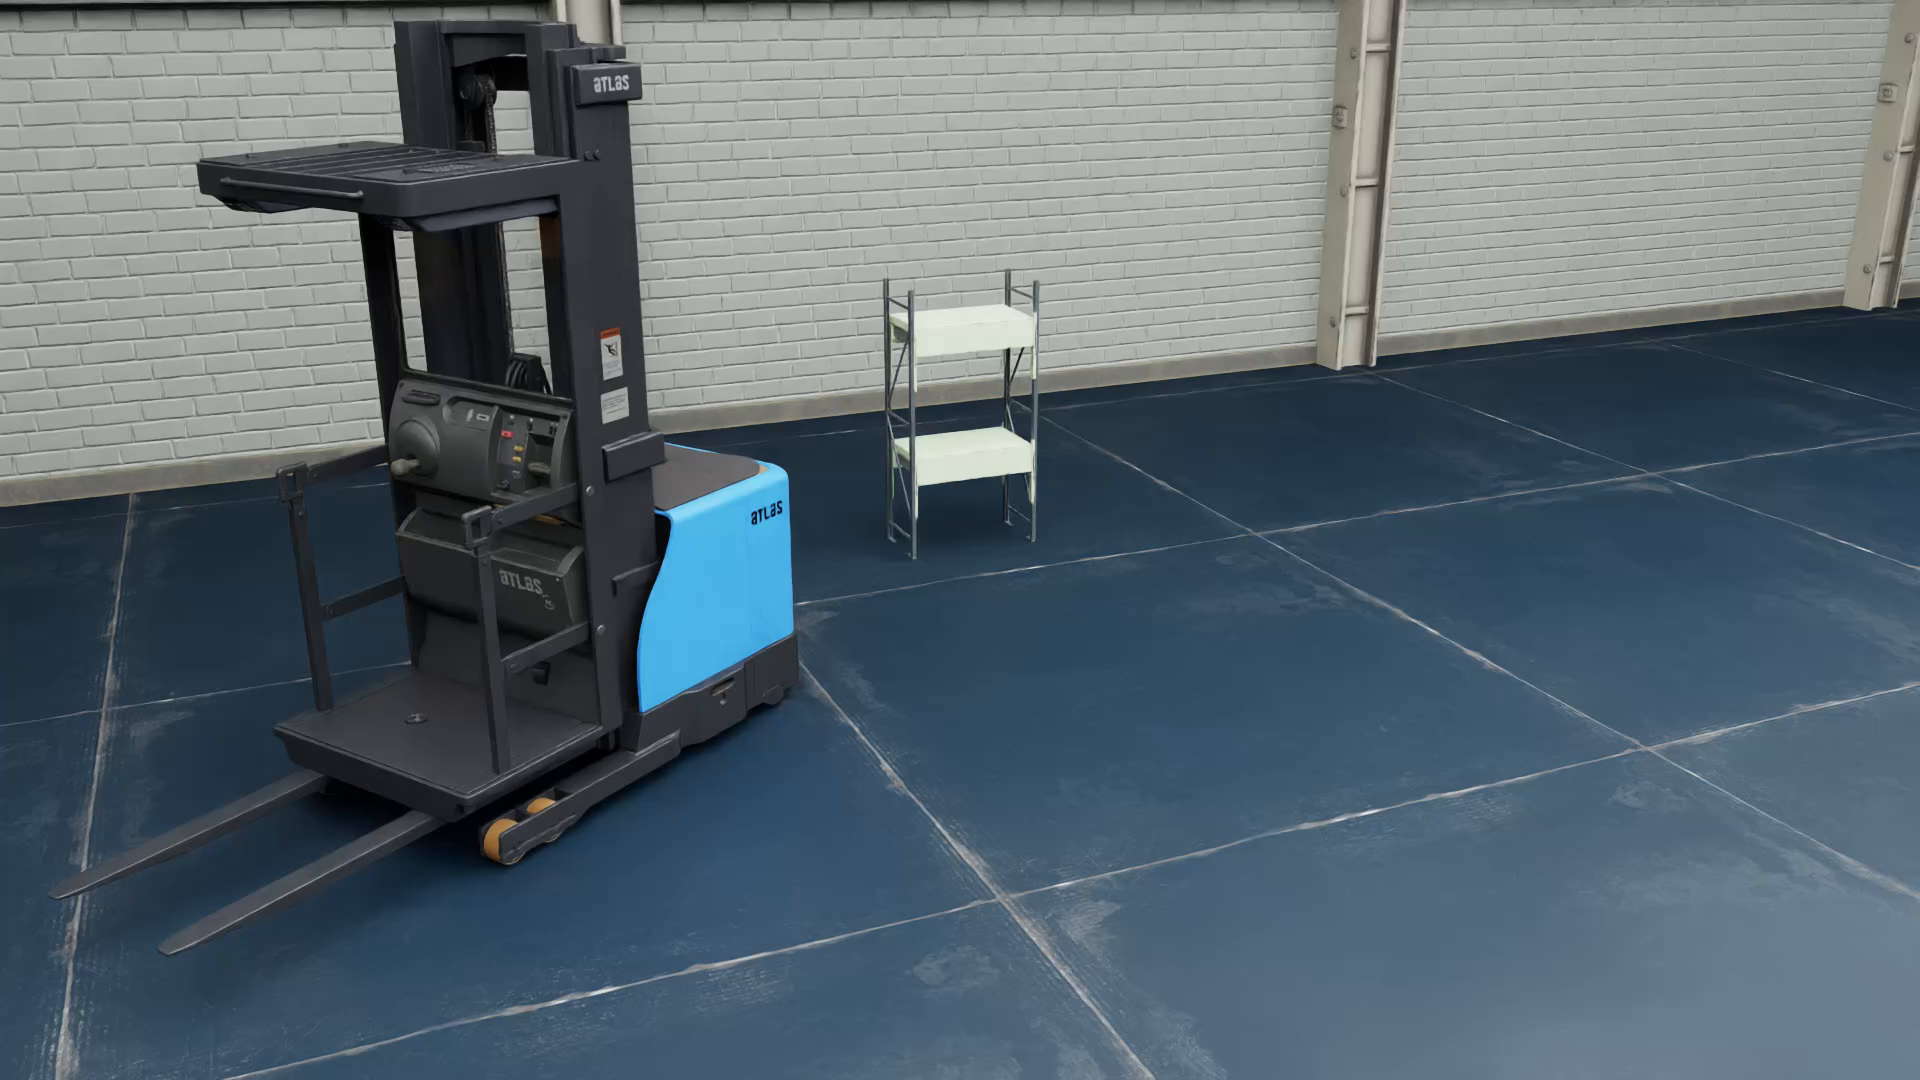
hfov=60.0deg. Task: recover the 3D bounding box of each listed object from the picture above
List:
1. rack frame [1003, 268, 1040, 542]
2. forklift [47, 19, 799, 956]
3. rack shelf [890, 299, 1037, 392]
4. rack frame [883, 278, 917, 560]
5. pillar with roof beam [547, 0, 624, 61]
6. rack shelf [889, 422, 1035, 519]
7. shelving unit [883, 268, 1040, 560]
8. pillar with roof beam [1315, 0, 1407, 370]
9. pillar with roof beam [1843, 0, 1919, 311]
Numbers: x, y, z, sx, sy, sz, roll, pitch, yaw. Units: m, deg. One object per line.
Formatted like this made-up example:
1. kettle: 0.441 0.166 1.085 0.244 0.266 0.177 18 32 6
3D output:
1. rack frame: 0.342 -0.756 9.412 0.023 1.500 0.400 -8 21 -22
2. forklift: -1.940 -0.363 6.141 1.130 2.935 3.031 12 23 30
3. rack shelf: 0.006 -1.076 9.146 0.720 0.370 0.431 -8 21 -22
4. rack frame: -0.330 -0.660 9.139 0.023 1.500 0.400 -8 21 -22
5. pillar with roof beam: -0.653 -3.583 6.149 0.400 9.000 9.100 -8 21 -22
6. rack shelf: 0.006 -0.401 9.384 0.720 0.370 0.431 -8 21 -22
7. shelving unit: 0.006 -0.708 9.275 0.755 1.500 0.431 -8 21 -22
8. pillar with roof beam: 4.856 -4.372 8.390 0.400 9.000 9.100 -8 21 -22
9. pillar with roof beam: 10.365 -5.162 10.632 0.400 9.000 9.100 -8 21 -22
